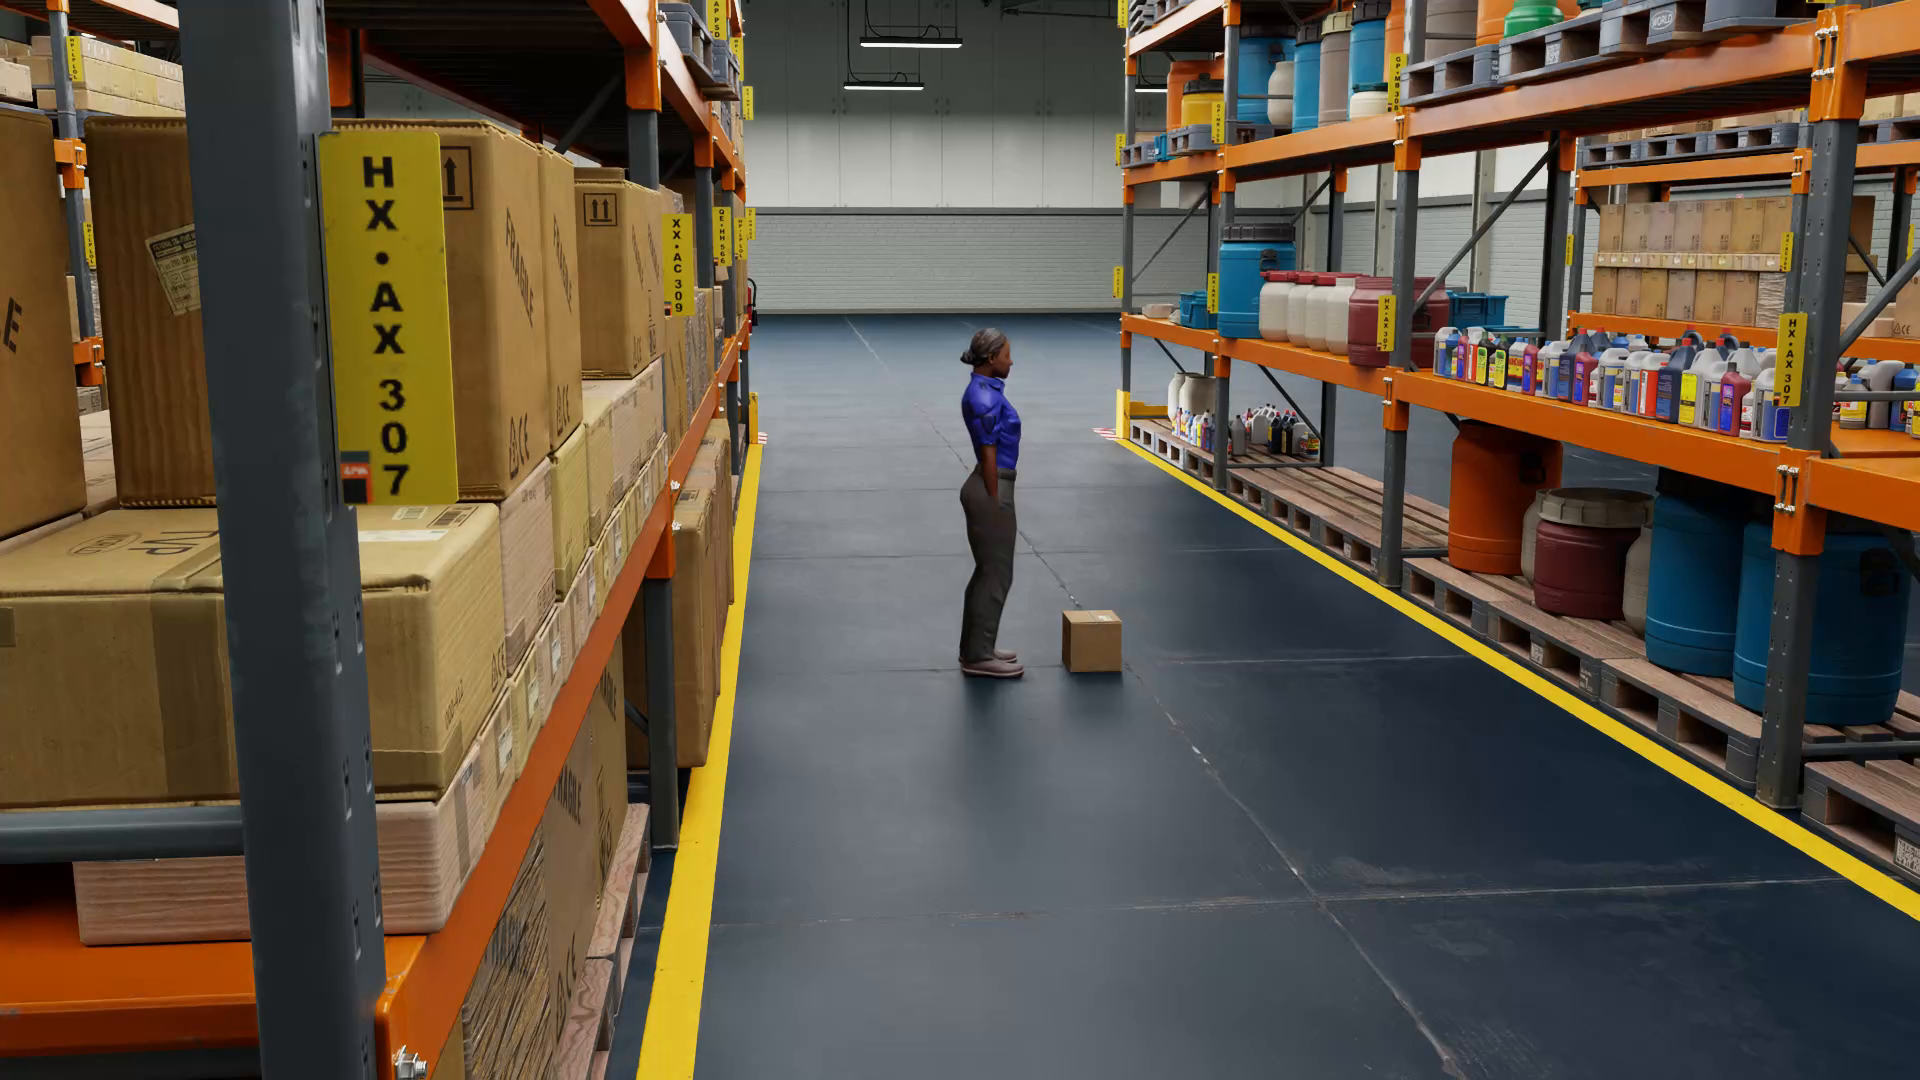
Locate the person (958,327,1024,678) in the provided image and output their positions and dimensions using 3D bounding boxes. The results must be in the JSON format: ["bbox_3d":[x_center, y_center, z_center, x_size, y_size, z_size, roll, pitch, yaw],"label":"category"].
[{"bbox_3d":[0.147,-0.188,7.987,0.299,1.657,0.437,-1,10,-4],"label":"person"}]
